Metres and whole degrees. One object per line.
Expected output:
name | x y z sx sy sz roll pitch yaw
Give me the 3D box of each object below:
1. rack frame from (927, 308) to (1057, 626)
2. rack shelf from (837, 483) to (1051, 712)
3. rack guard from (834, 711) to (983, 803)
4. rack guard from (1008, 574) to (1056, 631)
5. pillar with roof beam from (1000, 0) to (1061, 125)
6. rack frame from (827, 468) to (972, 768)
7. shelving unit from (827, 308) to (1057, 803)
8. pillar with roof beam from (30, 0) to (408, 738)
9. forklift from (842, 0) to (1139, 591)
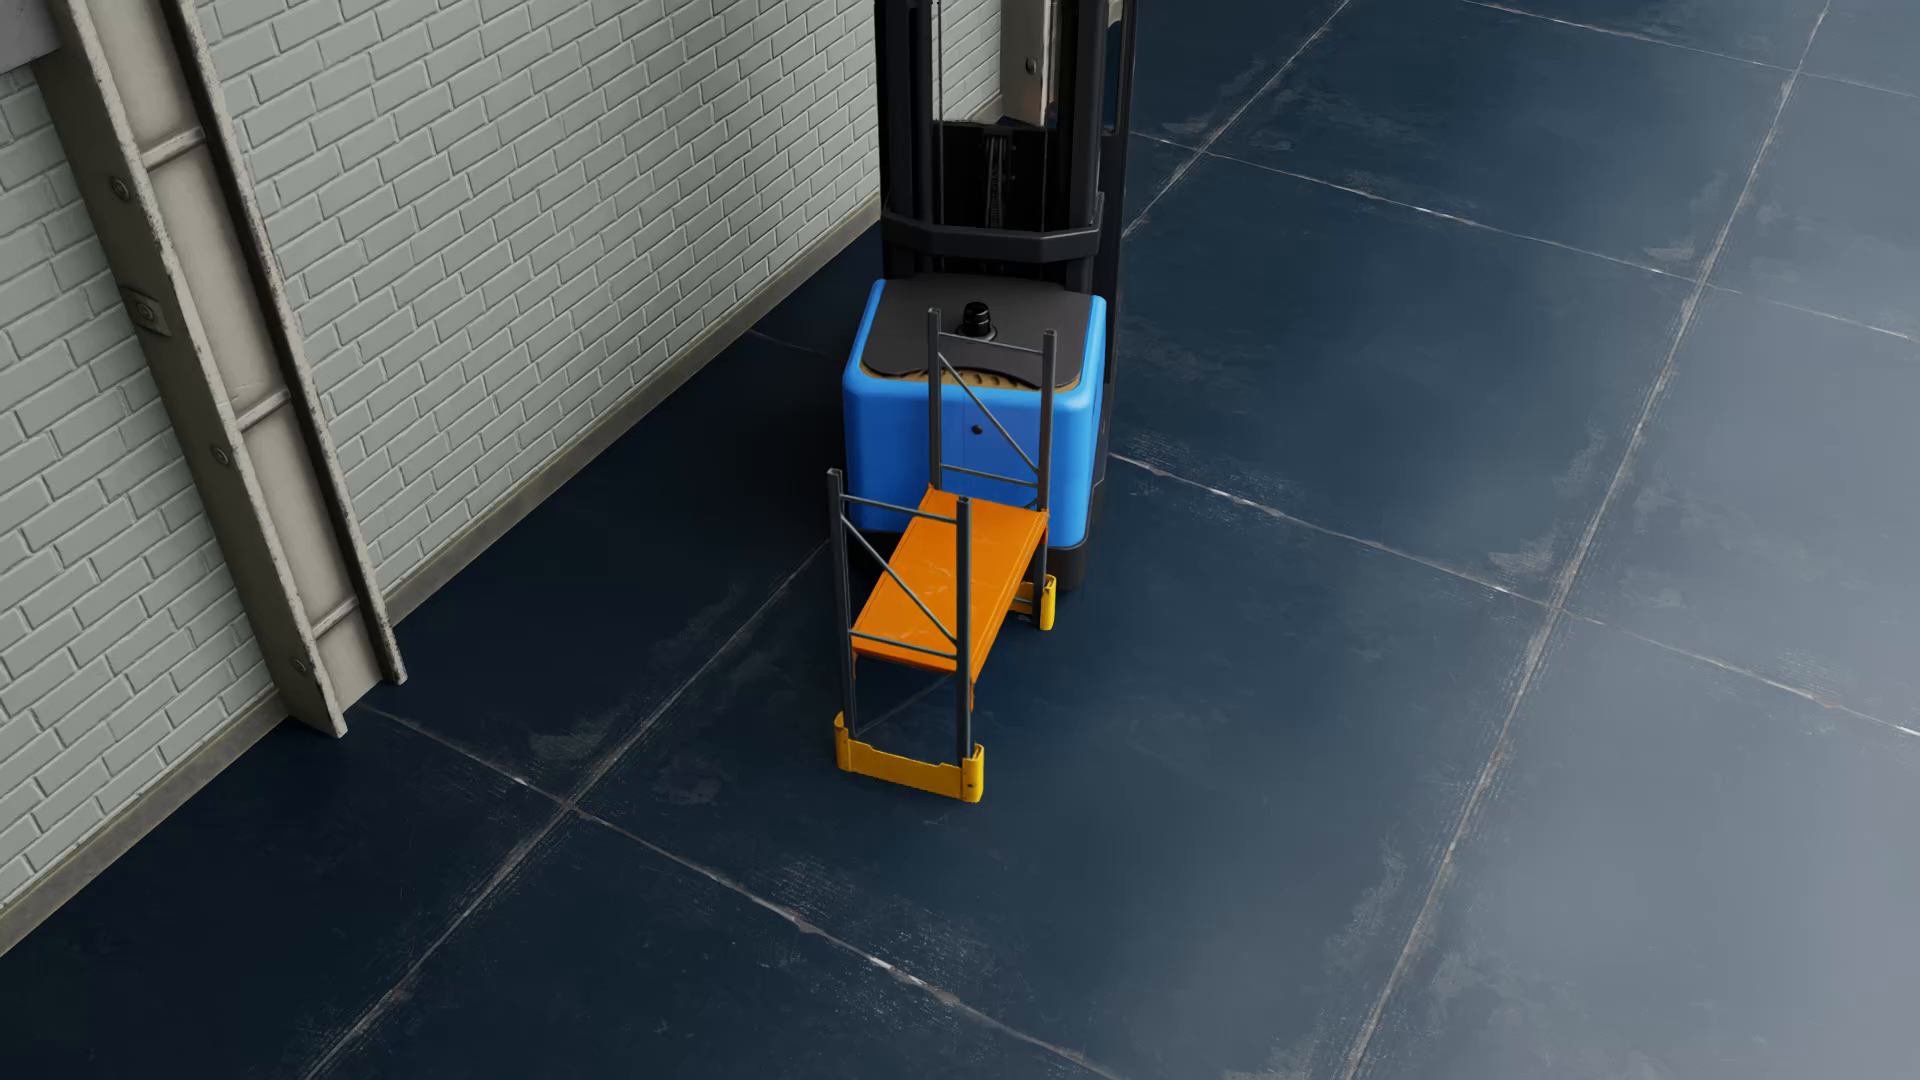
rack frame | 0.118 -0.256 6.721 0.500 1.500 0.032 12 43 14
rack shelf | -0.043 0.198 6.478 0.538 0.185 1.000 12 43 14
rack guard | -0.198 0.839 6.424 0.587 0.250 0.087 12 43 14
rack guard | 0.118 0.214 7.133 0.587 0.250 0.087 12 43 14
pillar with roof beam | 4.205 -4.753 6.154 9.100 9.000 0.400 21 45 22
rack frame | -0.204 0.382 5.997 0.500 1.500 0.032 12 43 14
shelving unit | -0.040 0.057 6.365 0.587 1.500 1.083 12 43 14
pillar with roof beam | 1.203 -1.320 2.256 9.100 9.000 0.400 21 45 22
forklift | 0.223 -1.856 7.455 1.130 2.935 3.031 5 42 6
